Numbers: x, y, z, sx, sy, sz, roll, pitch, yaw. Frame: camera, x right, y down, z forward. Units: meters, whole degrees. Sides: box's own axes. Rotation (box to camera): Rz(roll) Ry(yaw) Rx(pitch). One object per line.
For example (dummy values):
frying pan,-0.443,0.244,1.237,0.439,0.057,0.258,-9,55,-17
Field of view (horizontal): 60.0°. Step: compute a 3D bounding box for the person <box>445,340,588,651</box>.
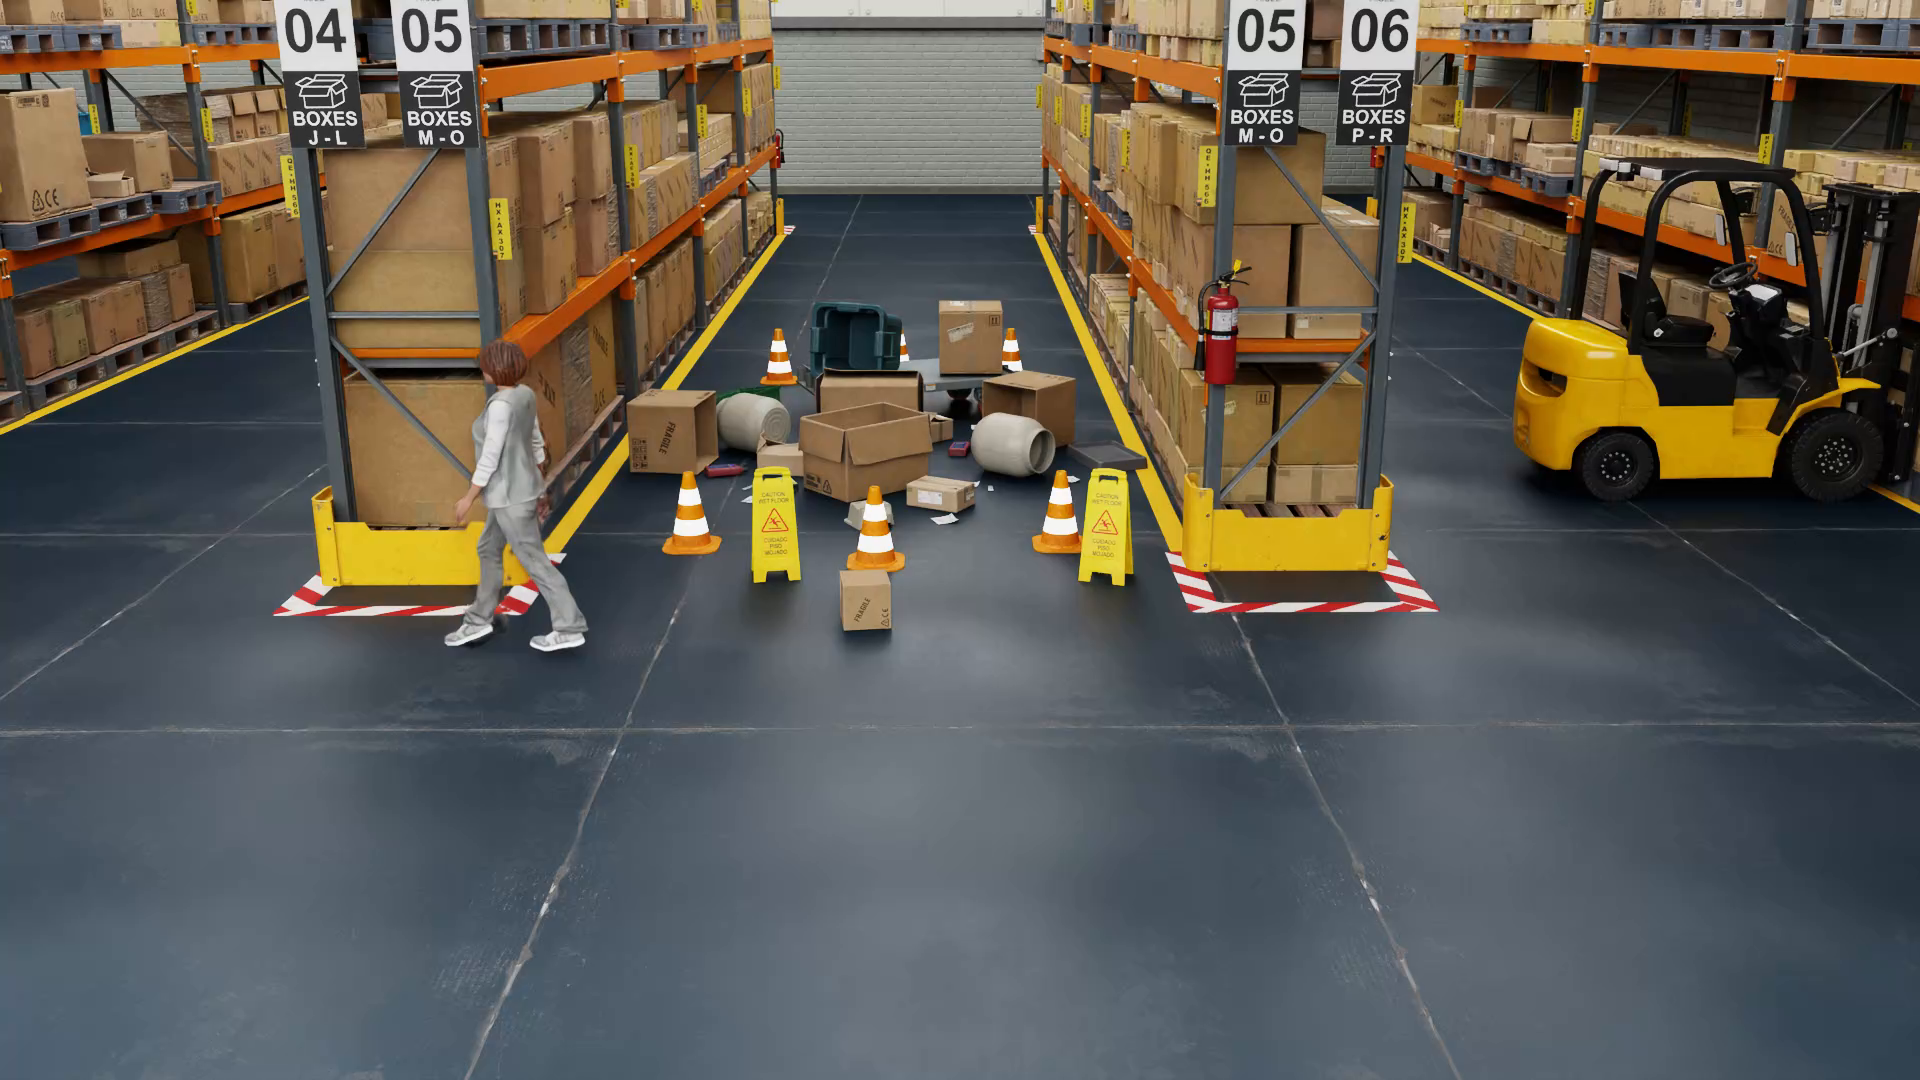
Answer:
person,-2.258,-0.191,8.171,0.774,1.594,0.422,0,17,1
